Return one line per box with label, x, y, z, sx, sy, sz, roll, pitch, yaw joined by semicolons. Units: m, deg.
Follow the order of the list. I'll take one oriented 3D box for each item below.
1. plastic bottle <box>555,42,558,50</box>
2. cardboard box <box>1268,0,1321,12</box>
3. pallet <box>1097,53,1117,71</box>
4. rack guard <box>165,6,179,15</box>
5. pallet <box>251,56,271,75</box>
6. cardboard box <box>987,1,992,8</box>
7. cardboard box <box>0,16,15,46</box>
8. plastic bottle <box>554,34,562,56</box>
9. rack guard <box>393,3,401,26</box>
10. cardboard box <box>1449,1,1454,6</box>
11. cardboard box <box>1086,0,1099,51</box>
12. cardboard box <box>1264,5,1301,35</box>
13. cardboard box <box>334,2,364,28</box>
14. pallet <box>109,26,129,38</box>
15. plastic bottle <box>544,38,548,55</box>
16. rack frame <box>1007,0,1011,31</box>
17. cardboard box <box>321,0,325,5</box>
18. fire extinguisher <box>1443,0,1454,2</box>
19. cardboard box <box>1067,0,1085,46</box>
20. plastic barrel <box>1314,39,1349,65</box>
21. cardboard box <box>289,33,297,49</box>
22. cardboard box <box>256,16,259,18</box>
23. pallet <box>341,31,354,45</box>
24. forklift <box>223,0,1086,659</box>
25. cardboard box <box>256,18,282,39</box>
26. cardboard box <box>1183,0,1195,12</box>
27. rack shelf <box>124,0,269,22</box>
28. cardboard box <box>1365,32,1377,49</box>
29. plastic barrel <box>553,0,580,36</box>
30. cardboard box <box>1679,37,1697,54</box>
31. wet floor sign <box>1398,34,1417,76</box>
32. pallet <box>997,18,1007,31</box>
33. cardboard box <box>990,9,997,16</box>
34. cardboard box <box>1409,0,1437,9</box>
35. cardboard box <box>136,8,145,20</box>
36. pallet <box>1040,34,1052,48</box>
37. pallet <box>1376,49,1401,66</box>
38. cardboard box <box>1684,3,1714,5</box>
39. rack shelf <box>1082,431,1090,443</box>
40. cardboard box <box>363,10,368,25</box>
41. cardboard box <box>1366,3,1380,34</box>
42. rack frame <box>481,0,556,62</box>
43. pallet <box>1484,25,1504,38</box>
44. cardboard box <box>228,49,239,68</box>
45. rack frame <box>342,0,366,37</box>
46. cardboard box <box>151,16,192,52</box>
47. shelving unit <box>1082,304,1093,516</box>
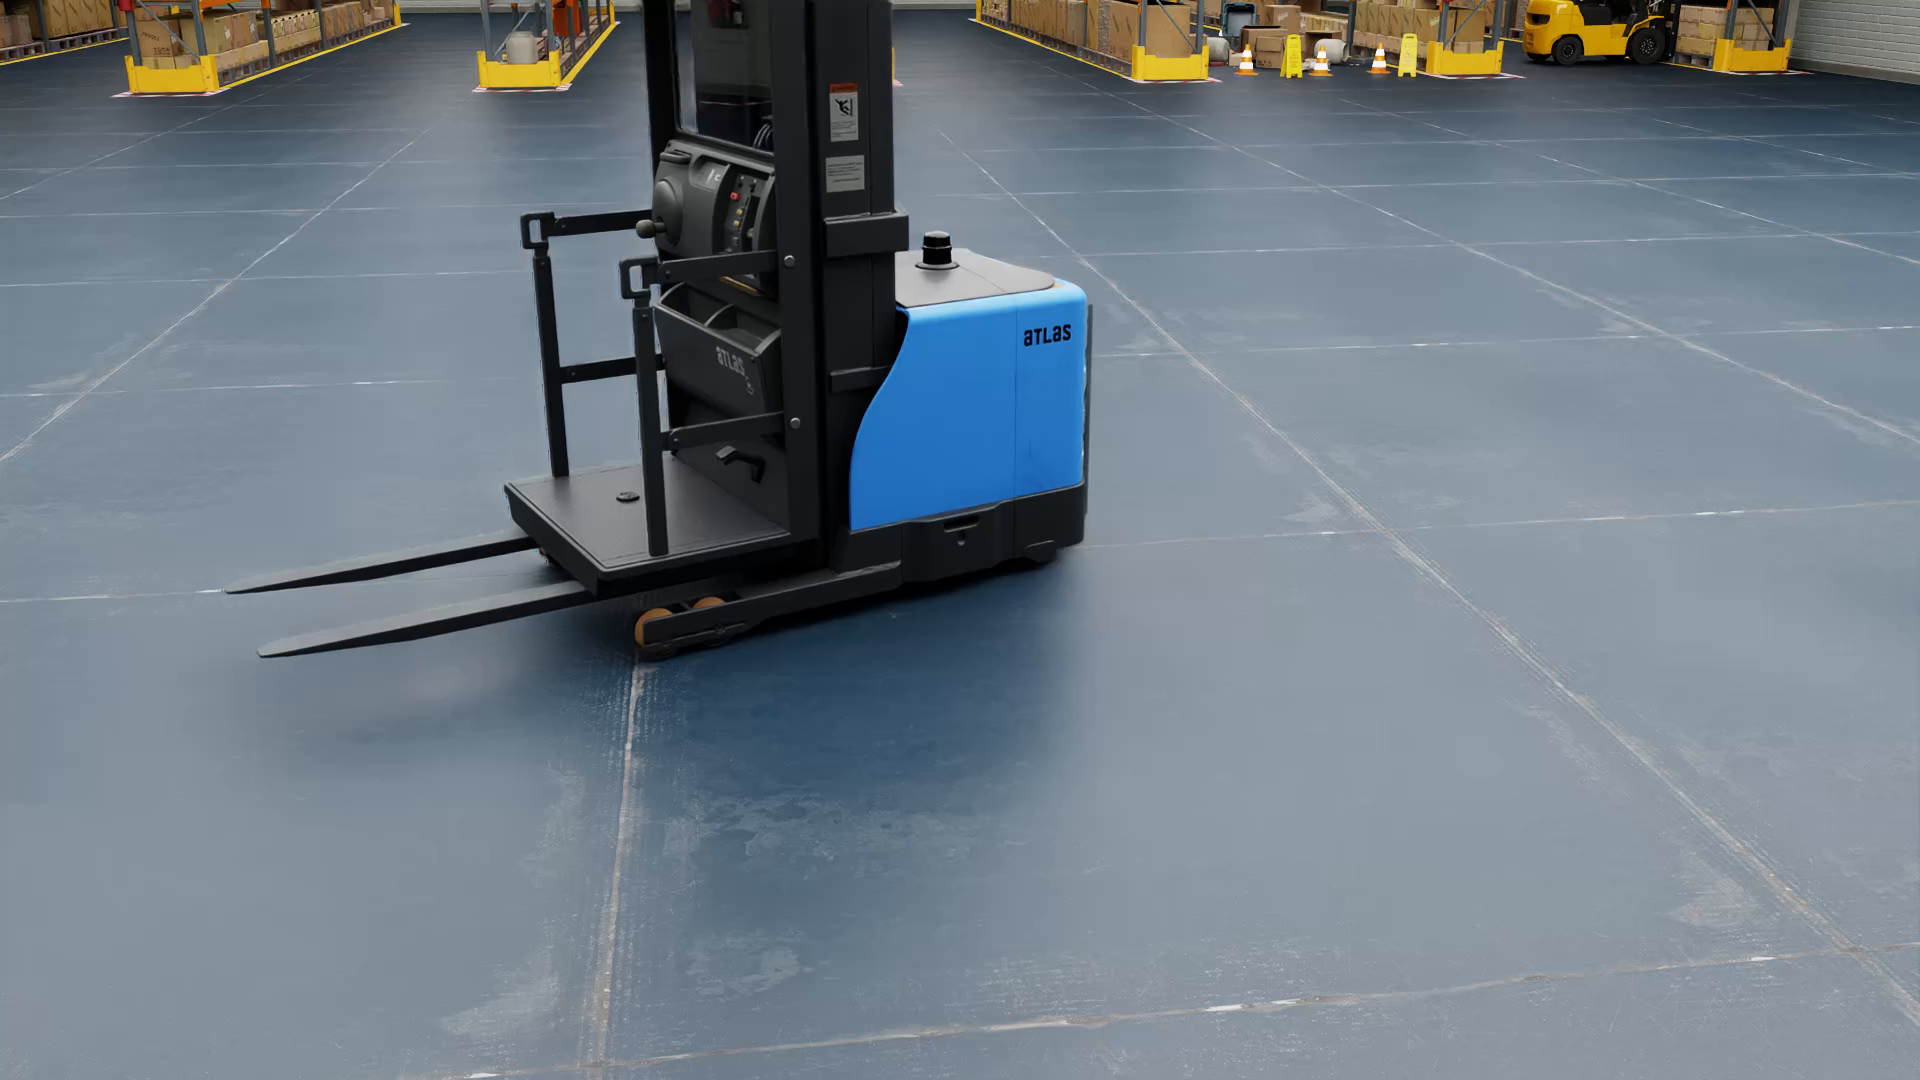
plastic bottle;-6.501;-7.859;26.723;0.061;0.283;0.133;-3;21;-7
cardboard box;7.004;-11.166;34.763;0.875;0.875;0.875;-3;21;-8
pallet;2.925;-8.055;27.982;1.003;0.211;1.213;-3;21;-8
rack guard;-18.647;-12.080;38.344;1.175;0.500;0.348;-3;21;-8
pallet;-11.939;-7.755;27.178;1.003;0.211;1.213;-3;21;-8
cardboard box;0.842;-12.741;39.591;0.380;0.149;0.250;-2;21;-6
cardboard box;-17.376;-9.077;29.675;0.700;0.500;0.500;-3;21;-8
plastic bottle;-6.658;-8.166;27.449;0.144;0.351;0.185;-3;21;-8
rack guard;-13.731;-12.296;38.924;1.175;0.500;0.348;-3;21;-8
cardboard box;11.289;-12.021;37.588;0.500;0.500;0.500;-3;21;-8
cardboard box;2.735;-9.032;29.049;0.875;0.875;0.875;-3;21;-7
cardboard box;5.841;-9.420;30.142;0.500;0.500;0.500;-3;21;-8
cardboard box;-12.811;-10.987;34.790;0.500;0.500;0.500;-3;21;-8
pallet;-18.099;-10.818;35.380;1.003;0.211;1.213;-3;21;-8
plastic bottle;-6.847;-8.226;27.718;0.152;0.276;0.135;-3;21;-8
rack frame;1.561;-12.822;36.759;1.000;3.000;0.127;-3;21;-8
cardboard box;-13.193;-10.969;33.669;0.500;0.250;0.500;-3;21;-8
fire extinguisher;7.735;-8.853;26.242;0.296;0.674;0.183;-3;21;-8
cardboard box;2.535;-9.405;30.226;1.050;0.750;0.750;-3;21;-8
plastic barrel;6.378;-8.384;28.558;0.512;0.421;0.421;12;24;30
cardboard box;-11.975;-8.756;29.201;0.500;0.250;0.500;-4;21;-9
cardboard box;-12.505;-8.988;29.023;0.500;0.311;0.500;-3;21;-8
pallet;-12.832;-10.099;33.454;1.003;0.211;1.213;-3;21;-8
forklift;-1.039;-1.182;5.692;3.031;2.935;1.130;-12;24;-29
cardboard box;-11.825;-8.666;28.159;0.500;0.311;0.500;-3;21;-8
cardboard box;6.062;-13.265;41.006;0.875;0.438;0.875;-4;21;-10
rack shelf;-11.724;-8.309;25.704;1.077;0.370;4.000;-3;21;-8
cardboard box;7.504;-8.843;29.436;0.500;0.250;0.500;-2;21;-5
plastic barrel;-7.774;-10.321;32.563;0.600;0.830;0.708;-3;21;-8
cardboard box;12.643;-8.432;28.334;0.500;0.250;0.500;-3;21;-8
wet floor sign;7.143;-7.729;26.488;0.267;0.644;0.232;4;21;11
pallet;1.429;-11.746;37.865;1.003;0.211;1.213;-3;21;-8
cardboard box;0.913;-12.430;39.184;0.380;0.149;0.250;-4;21;-10
cardboard box;7.681;-8.904;27.599;0.380;0.149;0.250;-2;21;-6
cardboard box;-18.214;-11.499;36.189;0.700;0.500;0.500;-2;21;-6
pallet;2.176;-9.854;32.798;1.003;0.211;1.213;-3;21;-8
pallet;7.909;-8.376;28.842;1.003;0.211;1.213;-3;21;-8
cardboard box;12.999;-9.281;29.178;0.500;0.250;0.500;-3;21;-9
rack shelf;0.377;-0.418;6.900;0.258;0.077;0.200;-13;24;-31
cardboard box;-13.012;-11.211;35.660;0.500;0.311;0.500;-3;21;-8
cardboard box;7.504;-9.194;29.303;0.500;0.500;0.500;-2;21;-6
rack frame;-6.534;-8.202;24.390;1.000;3.000;0.127;-3;21;-8
pallet;11.862;-10.927;35.672;1.003;0.211;1.213;-3;21;-8
cardboard box;-11.440;-7.405;25.586;0.500;0.250;0.500;-3;21;-8
rack frame;-13.165;-12.108;34.849;1.000;3.000;0.127;-3;21;-8
cardboard box;-11.966;-7.730;25.383;0.500;0.500;0.500;-3;21;-8
shelving unit;0.377;-0.533;6.857;0.258;0.900;0.210;-13;24;-31
